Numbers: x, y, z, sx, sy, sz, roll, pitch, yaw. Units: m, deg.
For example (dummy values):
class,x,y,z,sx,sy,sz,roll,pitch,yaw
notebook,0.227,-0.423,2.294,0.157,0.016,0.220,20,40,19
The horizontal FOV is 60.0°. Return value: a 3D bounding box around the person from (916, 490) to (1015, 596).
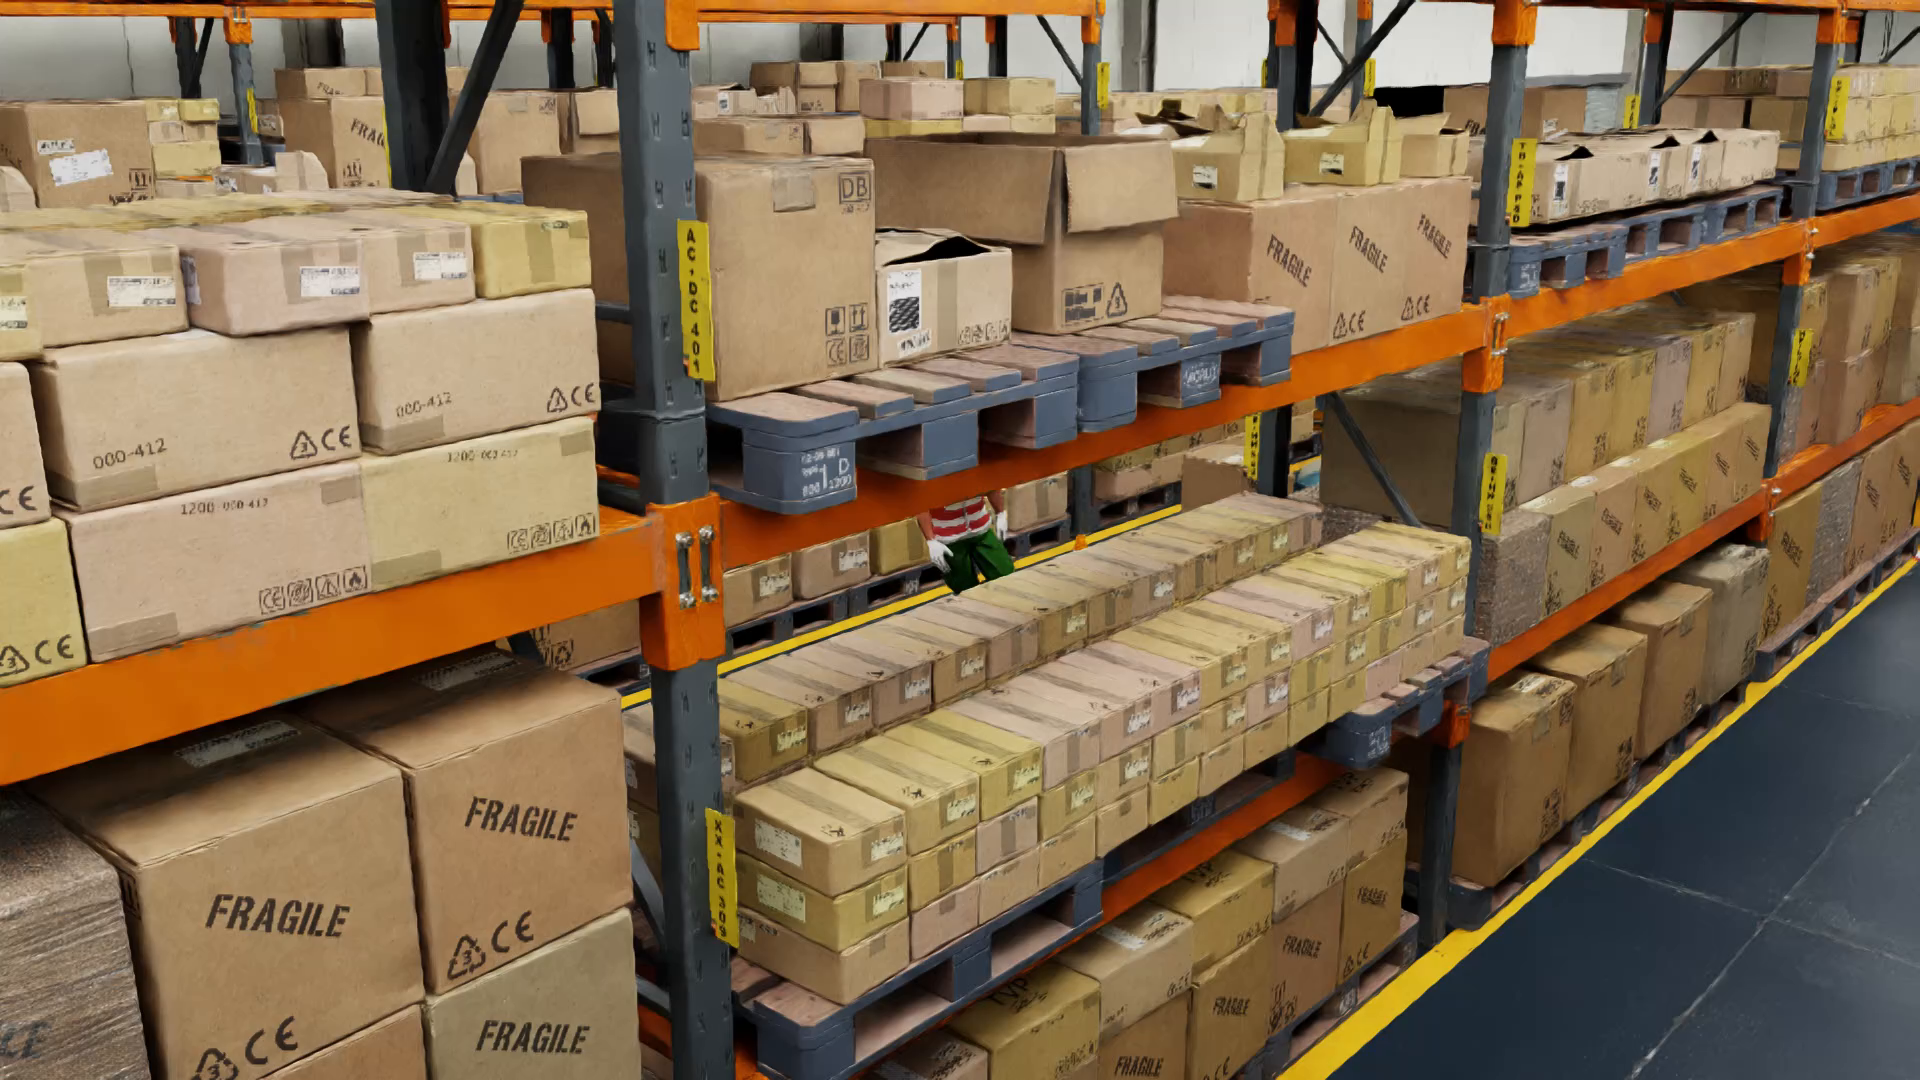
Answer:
class,x,y,z,sx,sy,sz,roll,pitch,yaw
person,0.000,-0.035,10.167,0.672,1.744,0.596,-8,19,-25
